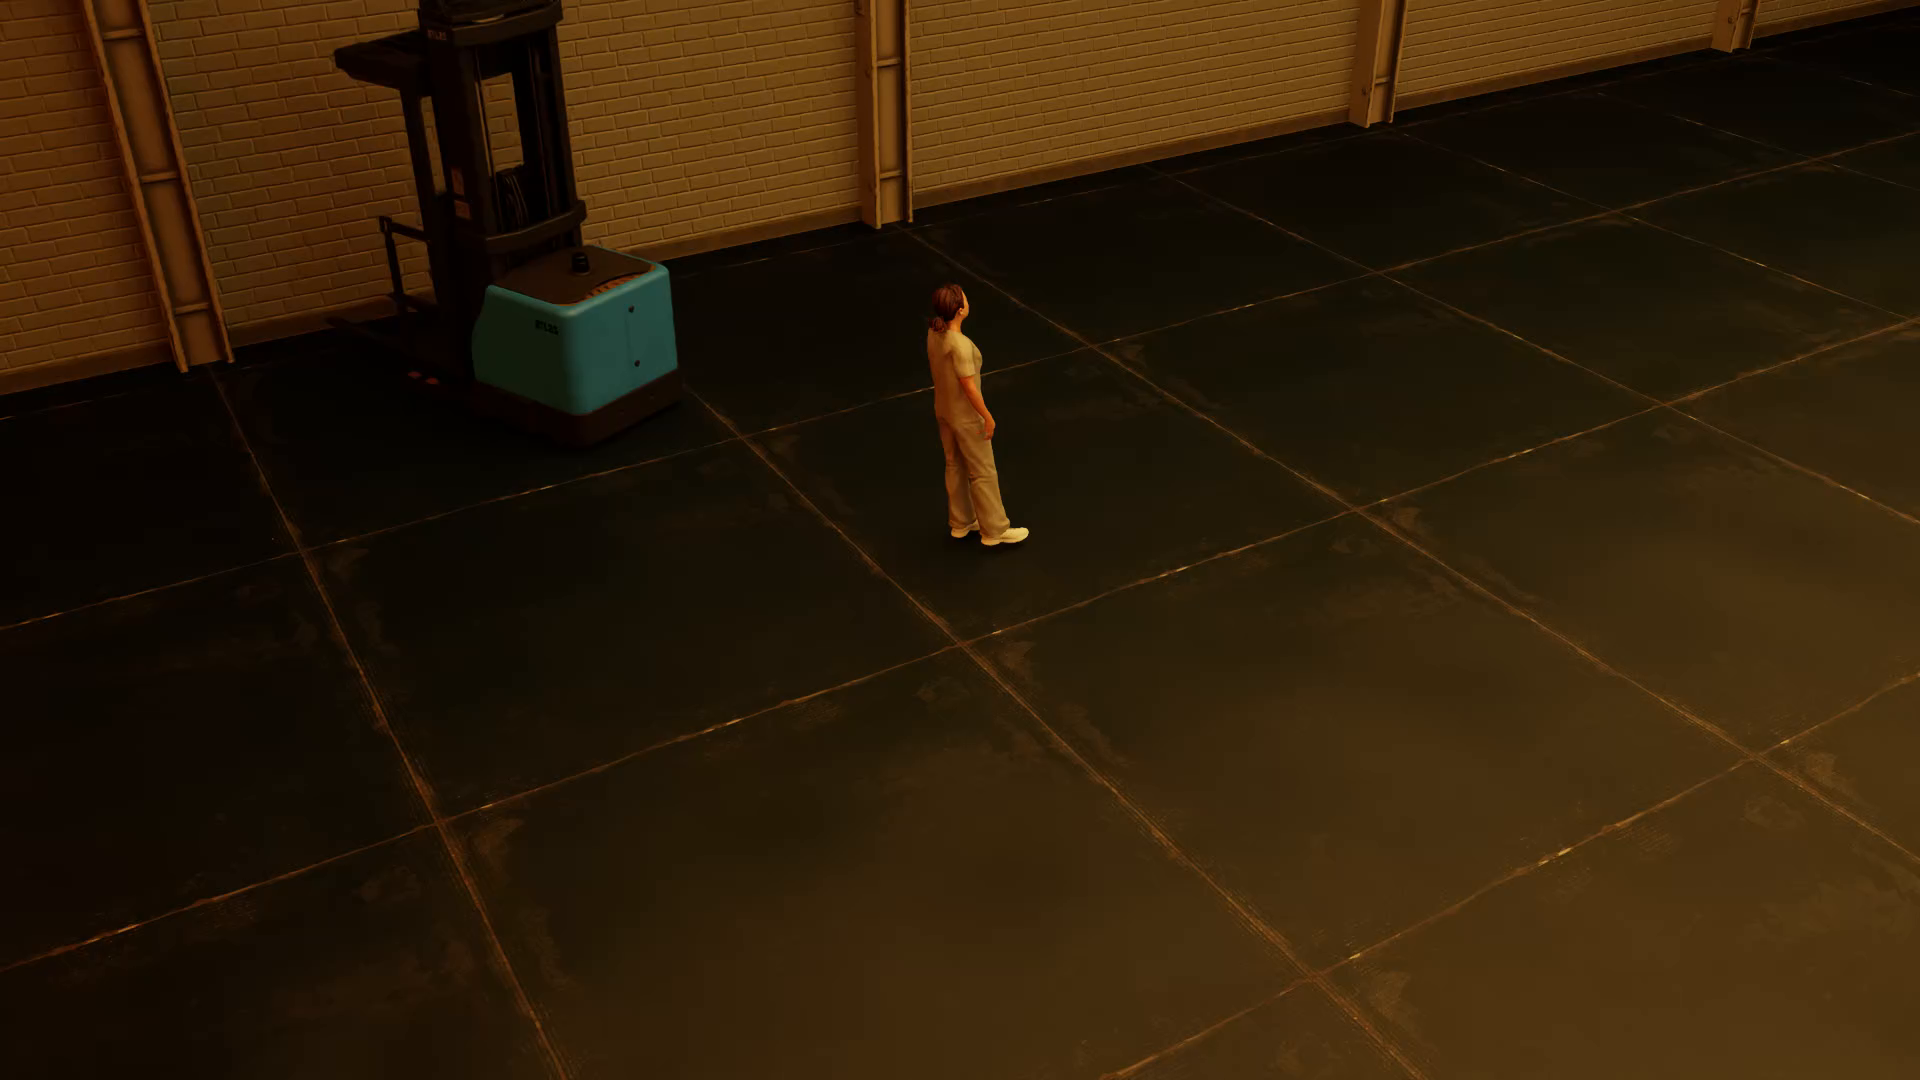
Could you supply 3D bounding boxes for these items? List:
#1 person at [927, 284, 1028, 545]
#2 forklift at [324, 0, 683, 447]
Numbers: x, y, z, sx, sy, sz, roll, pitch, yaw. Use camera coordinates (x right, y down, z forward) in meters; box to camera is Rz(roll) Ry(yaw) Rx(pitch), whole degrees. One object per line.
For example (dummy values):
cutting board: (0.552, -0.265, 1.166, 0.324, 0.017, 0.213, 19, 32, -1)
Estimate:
person: (0.069, -0.773, 10.068, 0.549, 1.675, 0.550, -17, 35, -26)
forklift: (-3.519, -2.480, 11.789, 3.031, 2.935, 1.130, 20, 36, 29)
